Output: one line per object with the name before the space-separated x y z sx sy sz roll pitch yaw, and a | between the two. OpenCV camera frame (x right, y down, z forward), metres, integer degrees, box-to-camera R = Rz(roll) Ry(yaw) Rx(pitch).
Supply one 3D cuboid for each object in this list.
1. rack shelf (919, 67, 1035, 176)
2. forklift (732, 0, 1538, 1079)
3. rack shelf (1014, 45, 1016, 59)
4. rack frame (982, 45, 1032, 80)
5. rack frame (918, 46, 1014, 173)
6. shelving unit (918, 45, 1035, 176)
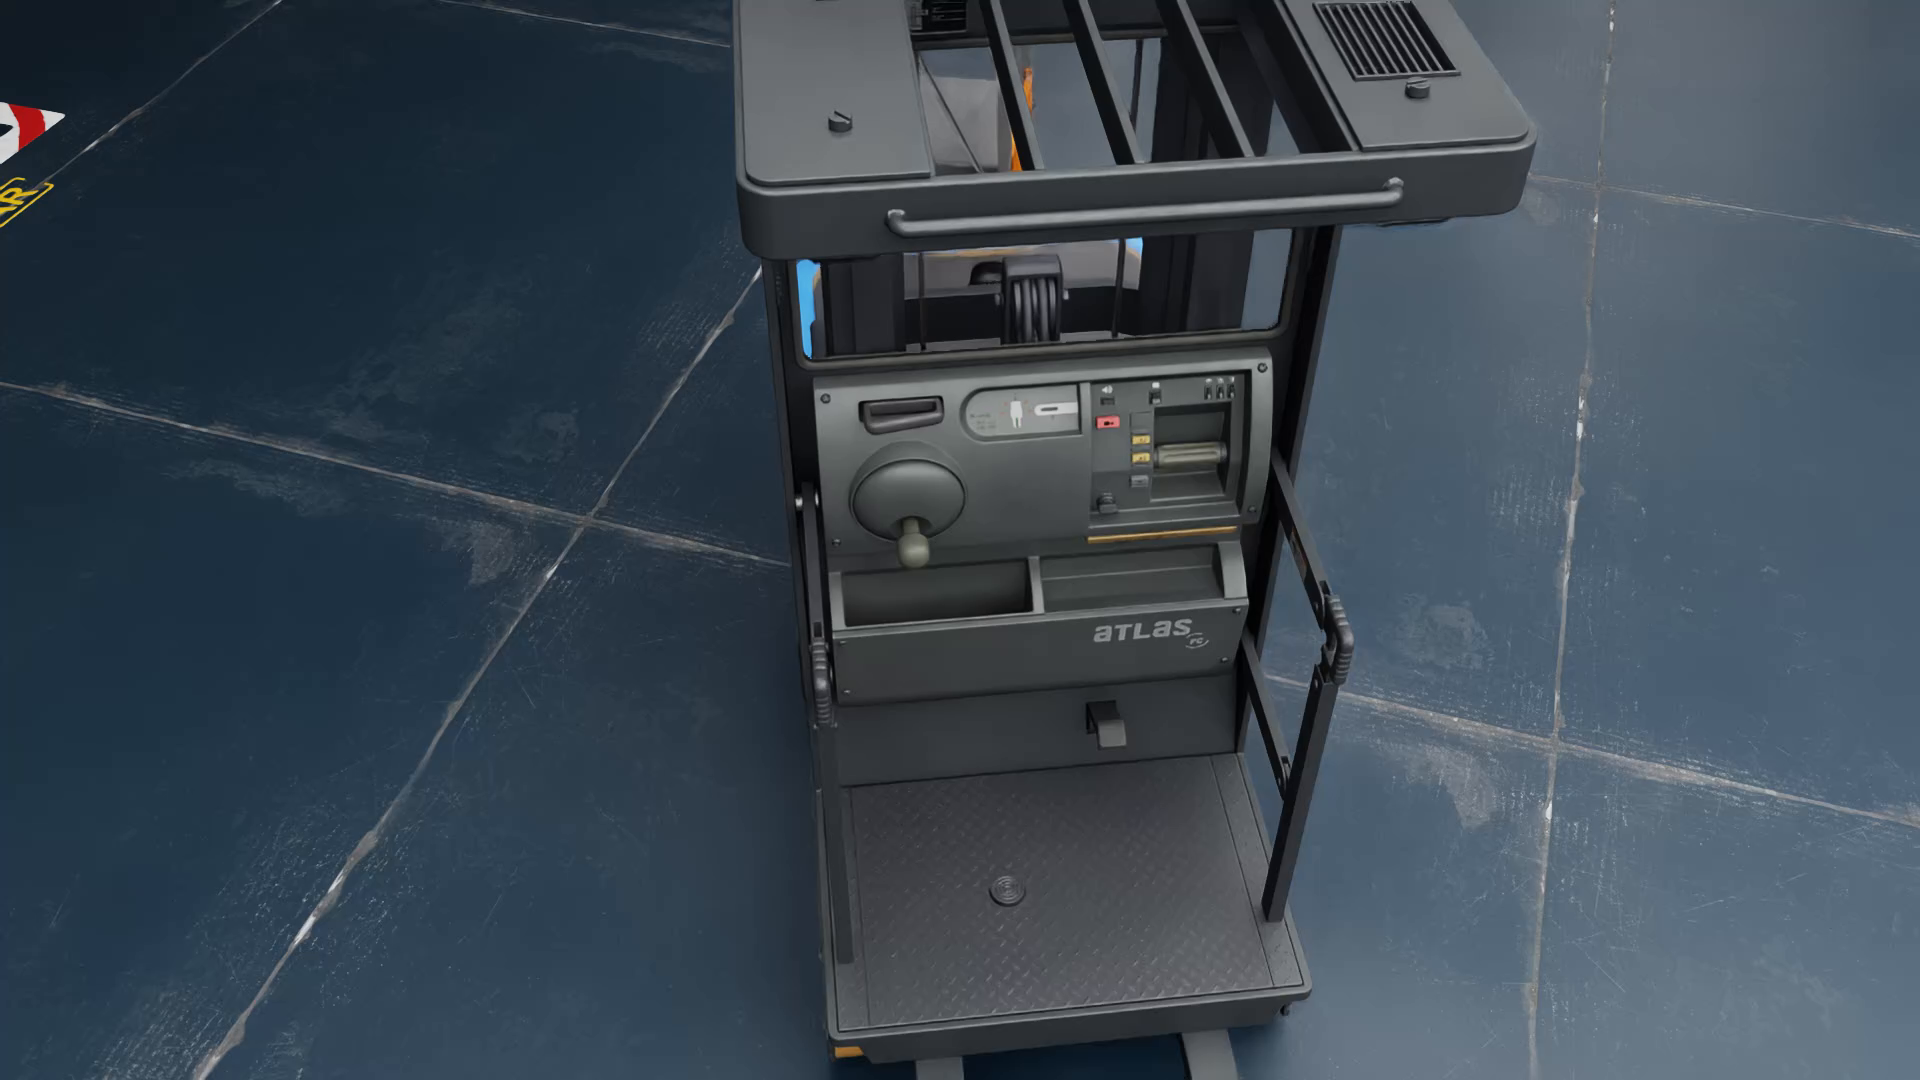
rack shelf | -0.028 -1.031 4.821 0.431 0.518 0.480 6 45 6
forklift | 0.201 -0.074 3.230 1.130 2.935 3.031 -4 45 -5
rack shelf | -0.028 -1.531 4.332 0.431 0.518 0.480 6 45 6
rack frame | 0.006 -1.209 4.984 0.400 2.100 0.015 6 45 6
rack frame | -0.062 -0.871 4.639 0.400 2.100 0.015 6 45 6
shelving unit | -0.028 -1.040 4.812 0.431 2.100 0.503 6 45 6
